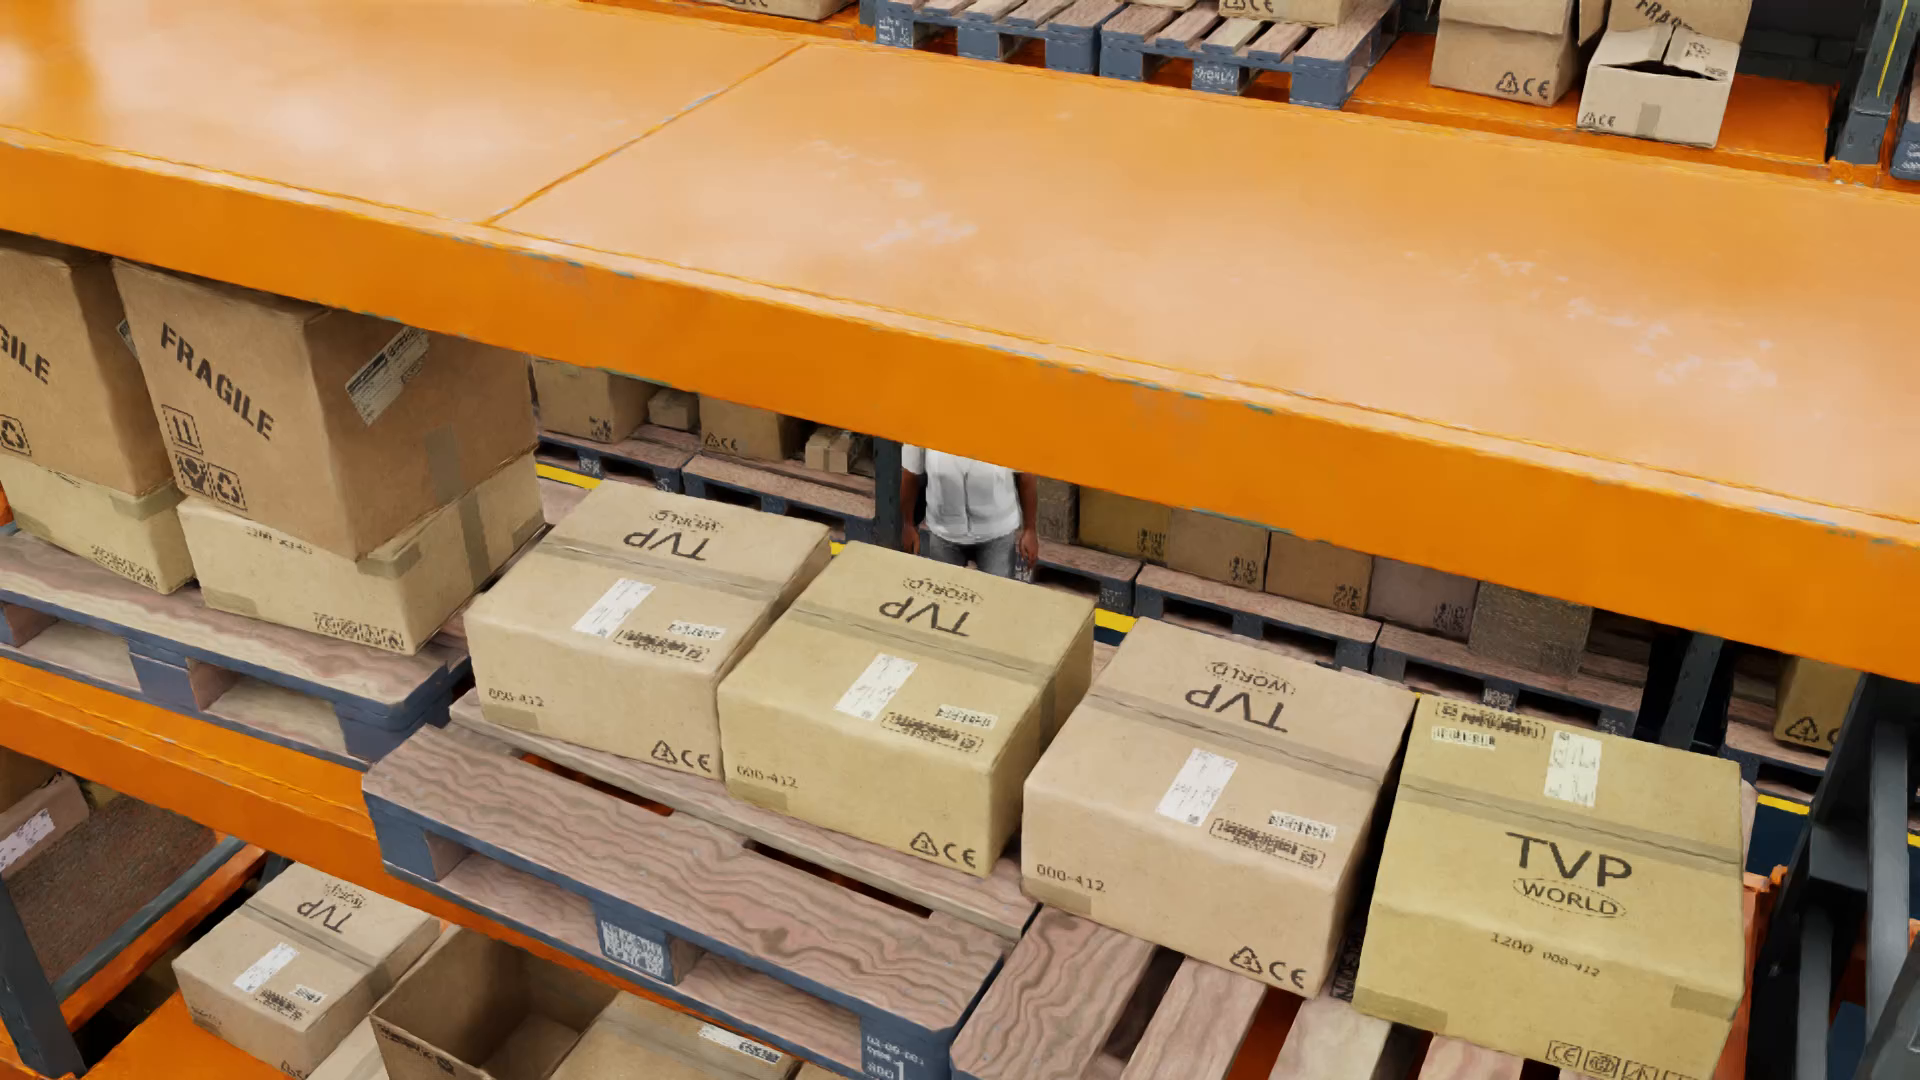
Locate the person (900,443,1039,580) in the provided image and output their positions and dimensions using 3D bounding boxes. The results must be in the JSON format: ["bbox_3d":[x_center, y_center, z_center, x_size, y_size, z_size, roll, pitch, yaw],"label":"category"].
[{"bbox_3d":[0.037,-0.031,7.455,0.636,1.770,0.470,4,34,6],"label":"person"}]
